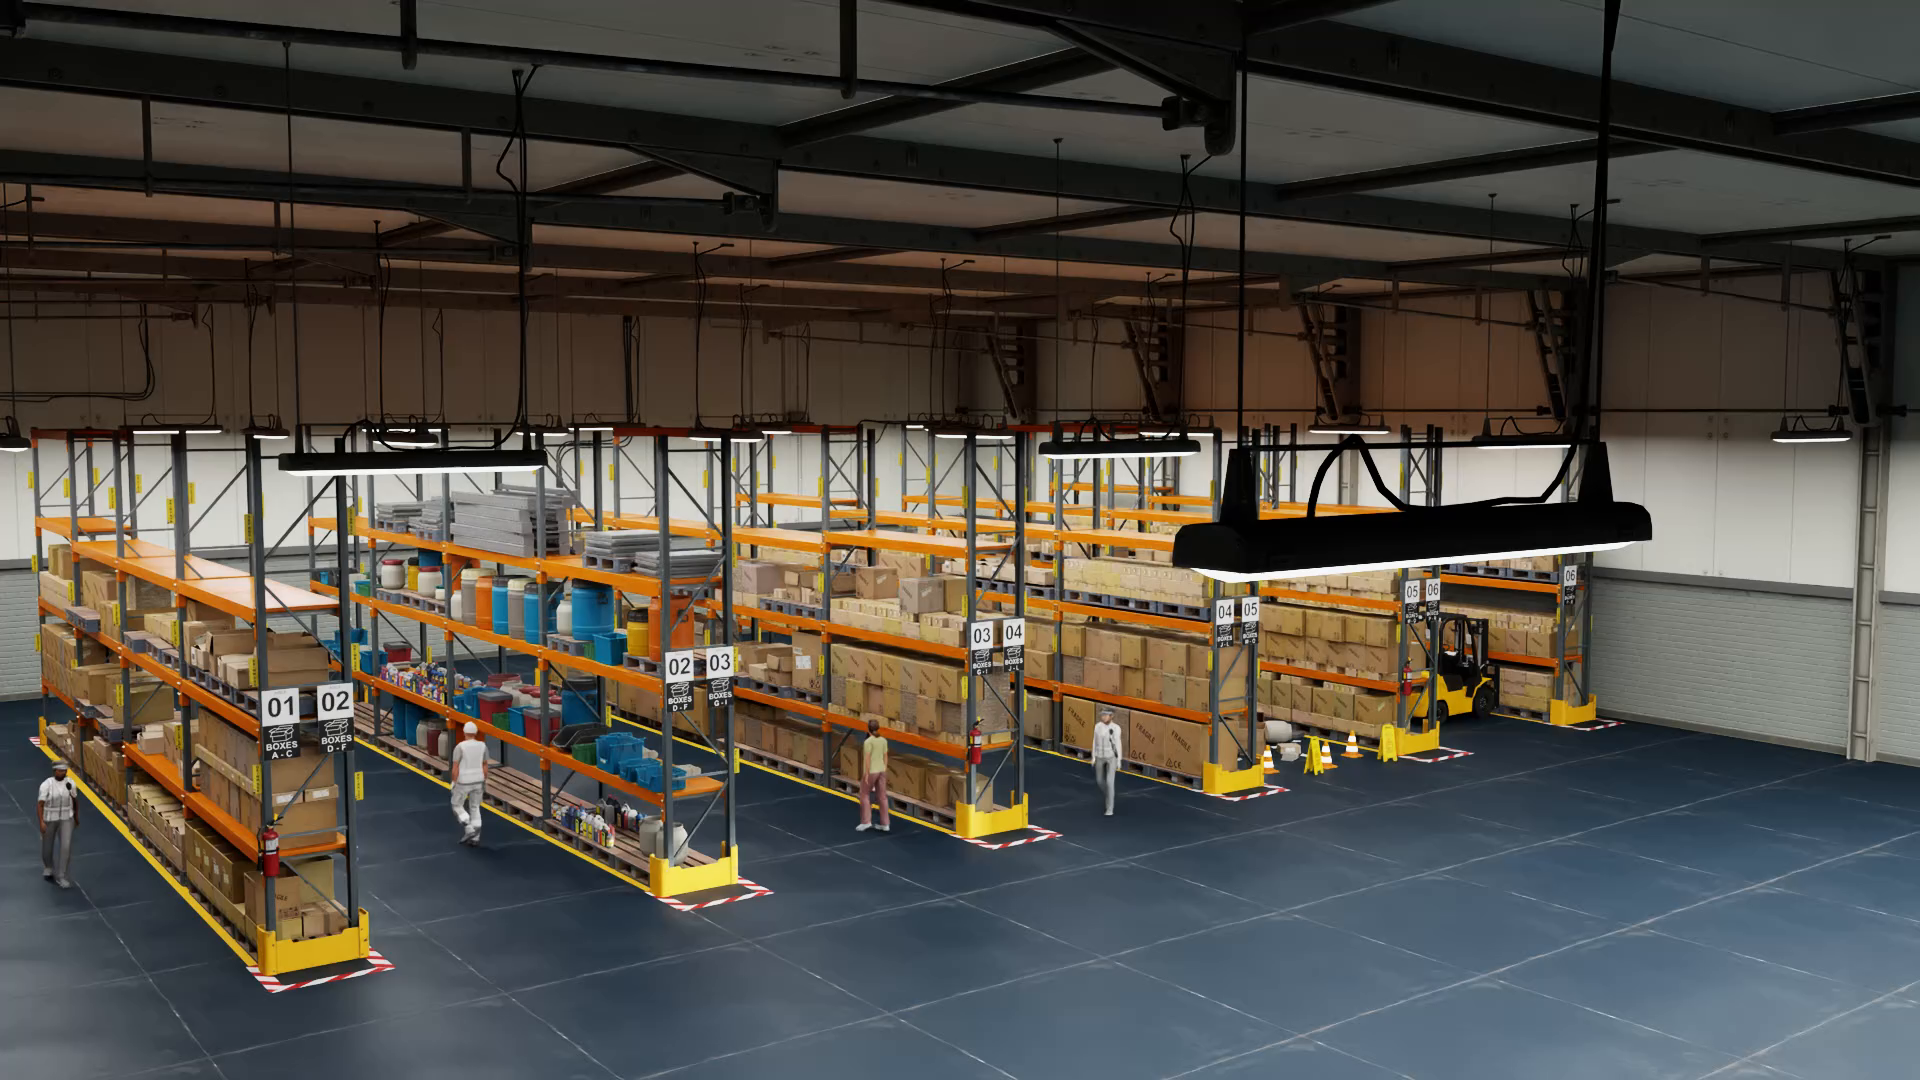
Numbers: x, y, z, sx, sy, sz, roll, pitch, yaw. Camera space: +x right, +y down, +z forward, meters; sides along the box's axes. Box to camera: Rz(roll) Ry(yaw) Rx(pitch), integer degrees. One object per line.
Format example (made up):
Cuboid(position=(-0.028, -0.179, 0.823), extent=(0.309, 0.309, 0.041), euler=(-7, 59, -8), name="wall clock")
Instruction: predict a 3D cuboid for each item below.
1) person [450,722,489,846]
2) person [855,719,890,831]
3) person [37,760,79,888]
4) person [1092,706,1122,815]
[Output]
Cuboid(position=(-7.116, 3.534, 24.142), extent=(0.579, 1.783, 0.458), euler=(-4, 6, -44), name="person")
Cuboid(position=(-1.269, 3.562, 25.019), extent=(0.489, 1.715, 0.595), euler=(-4, 6, -43), name="person")
Cuboid(position=(-12.081, 3.769, 22.303), extent=(0.538, 1.671, 0.786), euler=(-4, 6, -42), name="person")
Cuboid(position=(2.337, 3.432, 26.200), extent=(0.456, 1.674, 0.720), euler=(2, 5, 28), name="person")
